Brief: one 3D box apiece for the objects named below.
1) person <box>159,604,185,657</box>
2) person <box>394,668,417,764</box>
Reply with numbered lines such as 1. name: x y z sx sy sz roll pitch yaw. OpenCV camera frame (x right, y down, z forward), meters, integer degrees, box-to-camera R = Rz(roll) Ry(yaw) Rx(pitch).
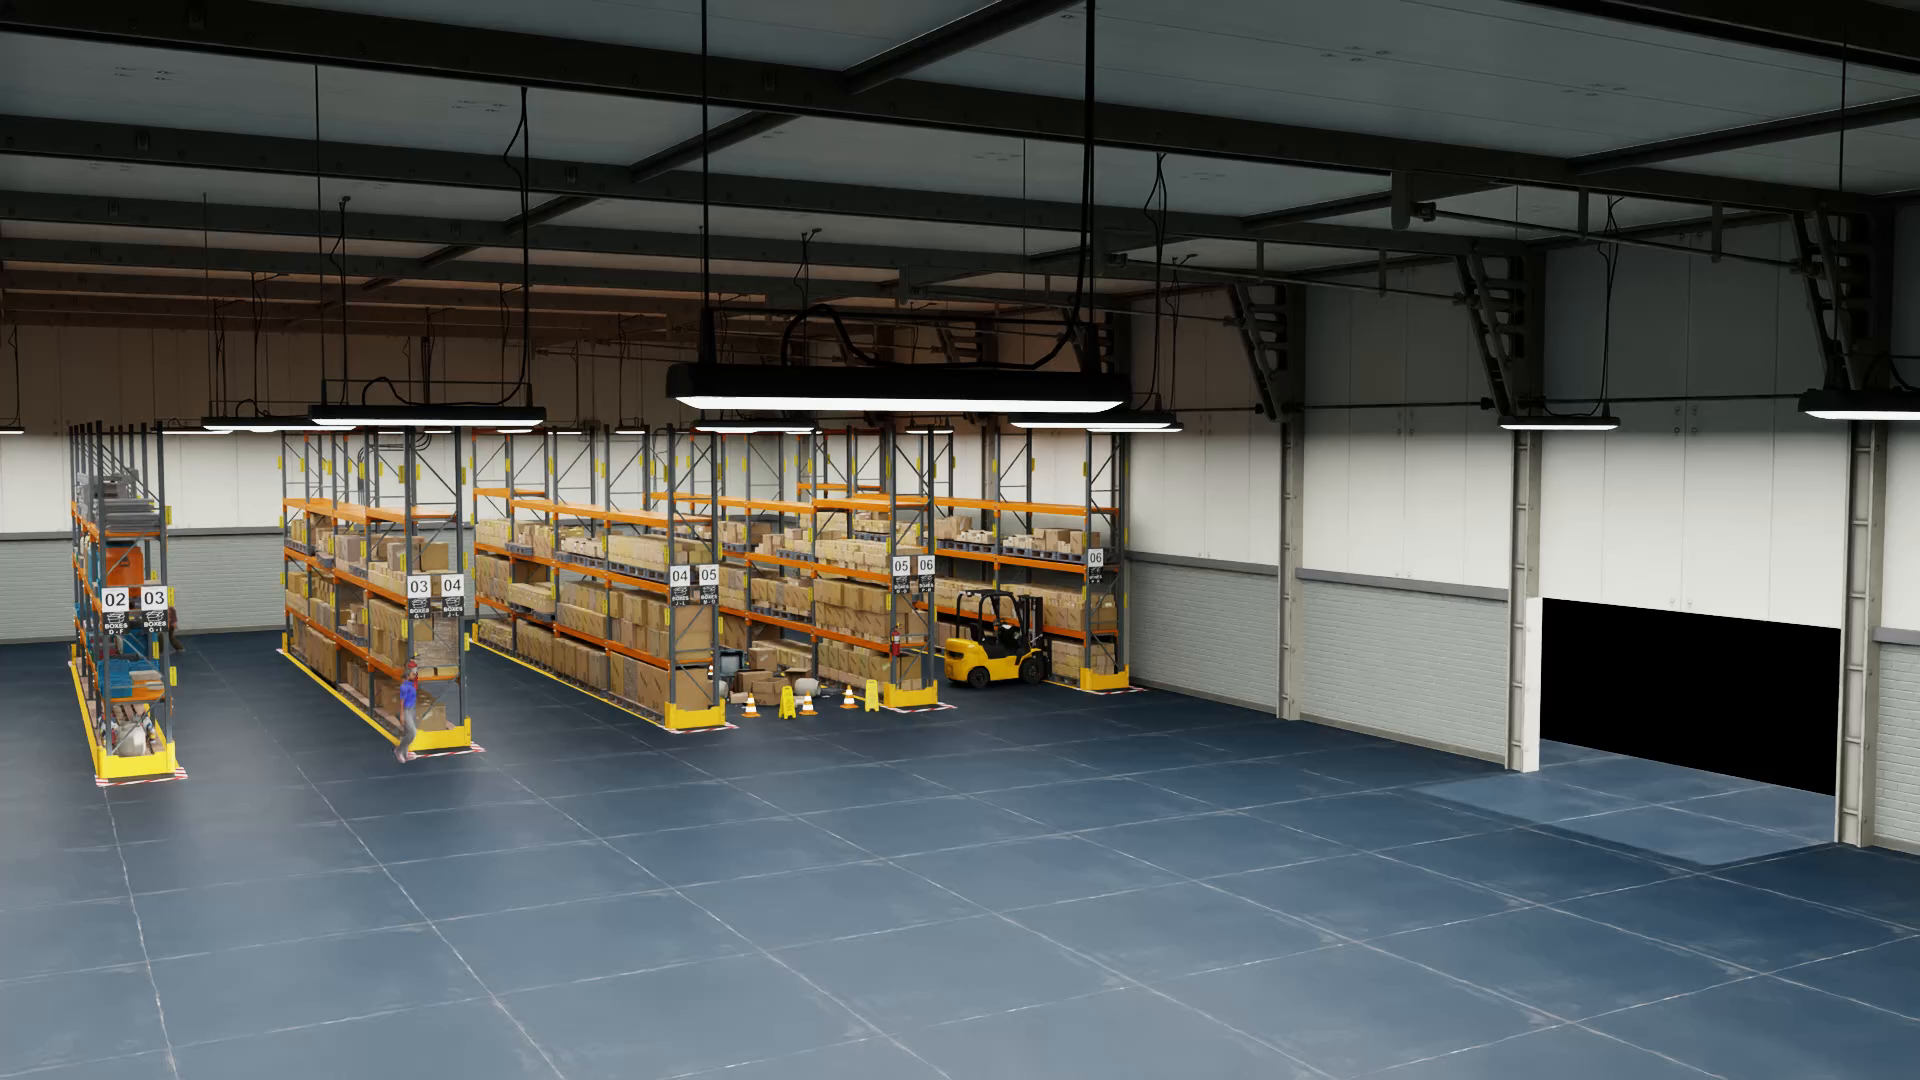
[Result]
1. person: -20.749 2.172 43.520 0.819 1.793 0.645 -2 4 -33
2. person: -9.710 3.082 29.222 0.448 1.663 0.507 0 4 7
